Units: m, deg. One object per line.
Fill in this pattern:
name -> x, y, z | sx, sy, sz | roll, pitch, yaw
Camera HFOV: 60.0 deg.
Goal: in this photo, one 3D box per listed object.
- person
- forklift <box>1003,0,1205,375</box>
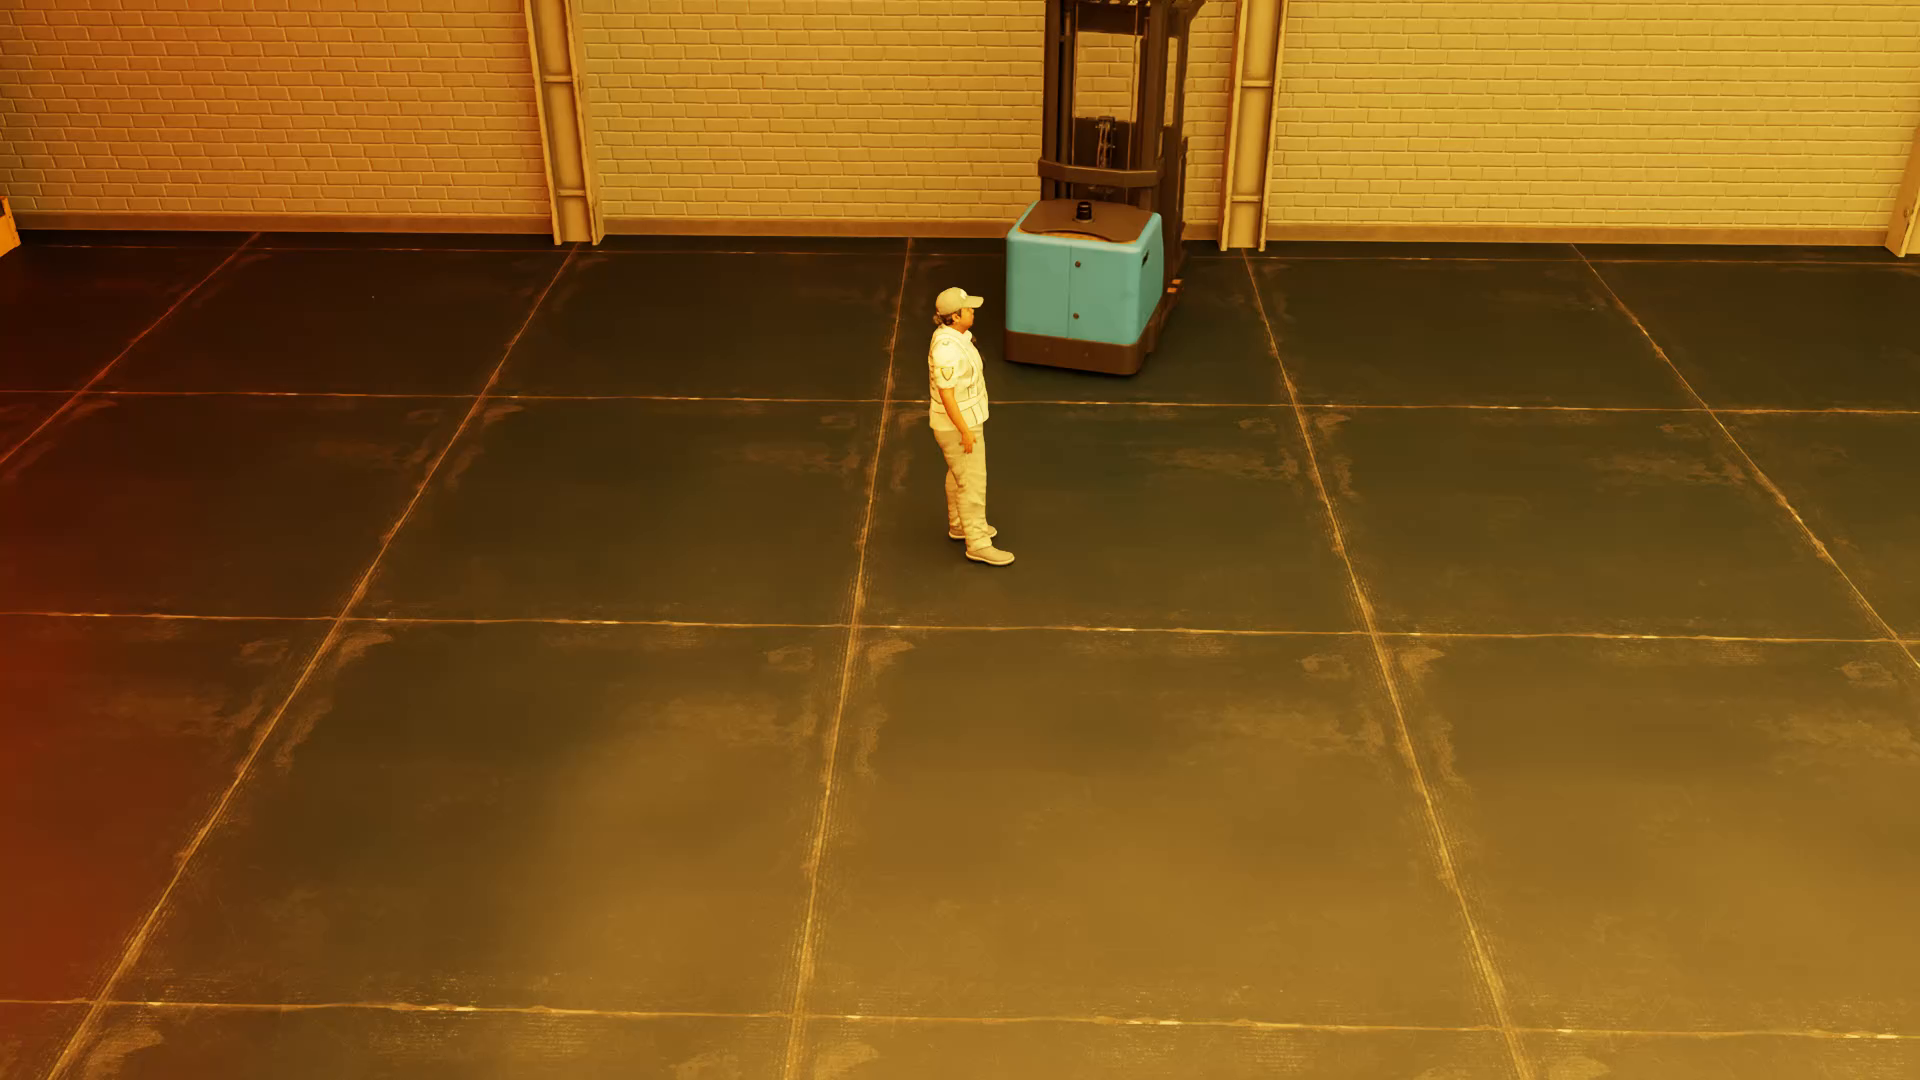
person -> 0.076, -0.712, 10.051 | 0.529, 1.670, 0.598 | 1, 31, 1
forklift -> 1.248, -3.234, 13.099 | 1.130, 2.935, 3.031 | 9, 32, 15
